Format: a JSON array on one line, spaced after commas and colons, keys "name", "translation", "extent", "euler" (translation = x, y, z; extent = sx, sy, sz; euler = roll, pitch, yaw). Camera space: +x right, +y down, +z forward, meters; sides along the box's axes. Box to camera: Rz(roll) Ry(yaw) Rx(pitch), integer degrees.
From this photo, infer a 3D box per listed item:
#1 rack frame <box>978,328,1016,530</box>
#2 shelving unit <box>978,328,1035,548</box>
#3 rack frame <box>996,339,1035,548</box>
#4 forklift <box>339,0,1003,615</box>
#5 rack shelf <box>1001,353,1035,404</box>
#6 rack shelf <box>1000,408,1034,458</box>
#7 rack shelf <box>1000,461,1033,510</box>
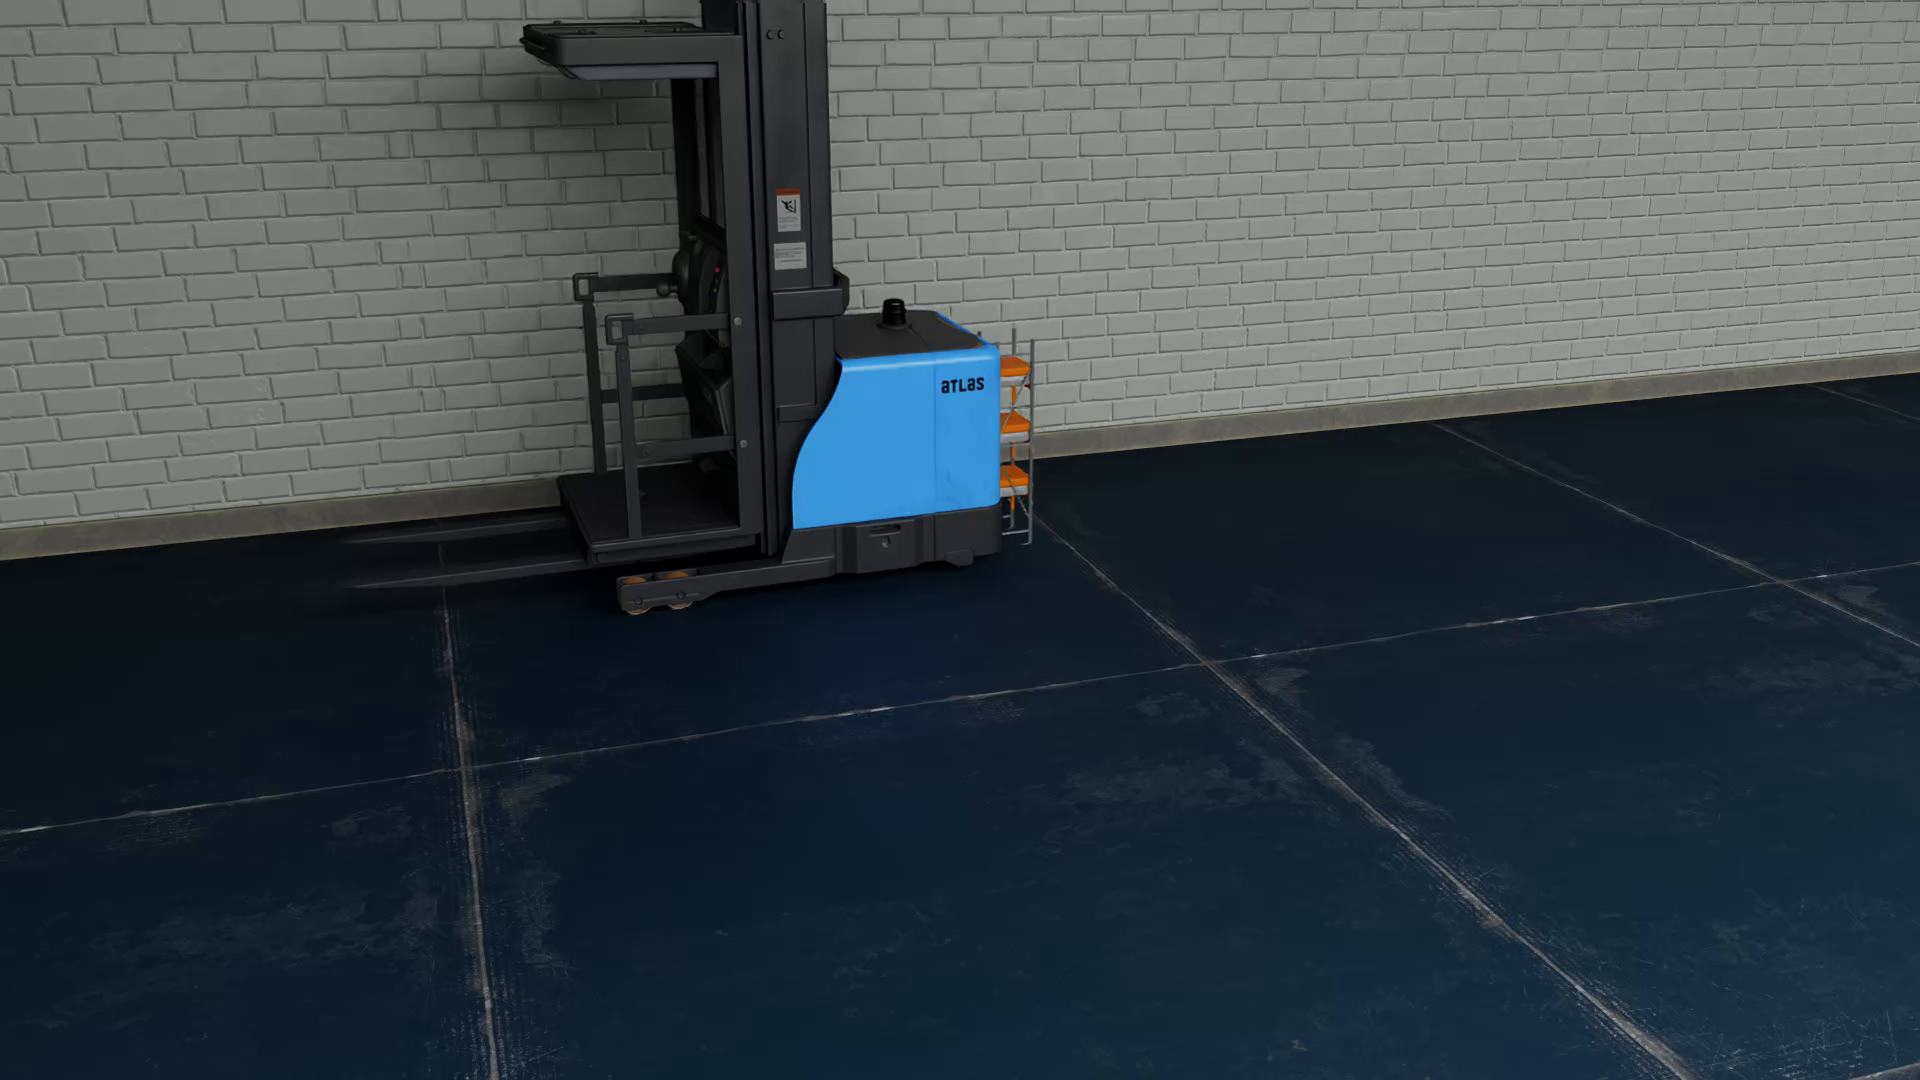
[{"name": "rack frame", "translation": [0.181, -0.541, 8.370], "extent": [0.200, 1.050, 0.008], "euler": [-7, 21, -19]}, {"name": "shelving unit", "translation": [0.223, -0.502, 8.262], "extent": [0.215, 1.050, 0.252], "euler": [-7, 21, -19]}, {"name": "rack frame", "translation": [0.265, -0.464, 8.154], "extent": [0.200, 1.050, 0.008], "euler": [-7, 21, -19]}, {"name": "forklift", "translation": [-1.367, -1.245, 7.546], "extent": [3.031, 2.935, 1.130], "euler": [-7, 21, -19]}, {"name": "rack shelf", "translation": [0.223, -0.759, 8.169], "extent": [0.215, 0.259, 0.240], "euler": [-7, 21, -19]}, {"name": "rack shelf", "translation": [0.223, -0.492, 8.265], "extent": [0.215, 0.259, 0.240], "euler": [-7, 21, -19]}, {"name": "rack shelf", "translation": [0.223, -0.231, 8.359], "extent": [0.215, 0.259, 0.240], "euler": [-7, 21, -19]}]
